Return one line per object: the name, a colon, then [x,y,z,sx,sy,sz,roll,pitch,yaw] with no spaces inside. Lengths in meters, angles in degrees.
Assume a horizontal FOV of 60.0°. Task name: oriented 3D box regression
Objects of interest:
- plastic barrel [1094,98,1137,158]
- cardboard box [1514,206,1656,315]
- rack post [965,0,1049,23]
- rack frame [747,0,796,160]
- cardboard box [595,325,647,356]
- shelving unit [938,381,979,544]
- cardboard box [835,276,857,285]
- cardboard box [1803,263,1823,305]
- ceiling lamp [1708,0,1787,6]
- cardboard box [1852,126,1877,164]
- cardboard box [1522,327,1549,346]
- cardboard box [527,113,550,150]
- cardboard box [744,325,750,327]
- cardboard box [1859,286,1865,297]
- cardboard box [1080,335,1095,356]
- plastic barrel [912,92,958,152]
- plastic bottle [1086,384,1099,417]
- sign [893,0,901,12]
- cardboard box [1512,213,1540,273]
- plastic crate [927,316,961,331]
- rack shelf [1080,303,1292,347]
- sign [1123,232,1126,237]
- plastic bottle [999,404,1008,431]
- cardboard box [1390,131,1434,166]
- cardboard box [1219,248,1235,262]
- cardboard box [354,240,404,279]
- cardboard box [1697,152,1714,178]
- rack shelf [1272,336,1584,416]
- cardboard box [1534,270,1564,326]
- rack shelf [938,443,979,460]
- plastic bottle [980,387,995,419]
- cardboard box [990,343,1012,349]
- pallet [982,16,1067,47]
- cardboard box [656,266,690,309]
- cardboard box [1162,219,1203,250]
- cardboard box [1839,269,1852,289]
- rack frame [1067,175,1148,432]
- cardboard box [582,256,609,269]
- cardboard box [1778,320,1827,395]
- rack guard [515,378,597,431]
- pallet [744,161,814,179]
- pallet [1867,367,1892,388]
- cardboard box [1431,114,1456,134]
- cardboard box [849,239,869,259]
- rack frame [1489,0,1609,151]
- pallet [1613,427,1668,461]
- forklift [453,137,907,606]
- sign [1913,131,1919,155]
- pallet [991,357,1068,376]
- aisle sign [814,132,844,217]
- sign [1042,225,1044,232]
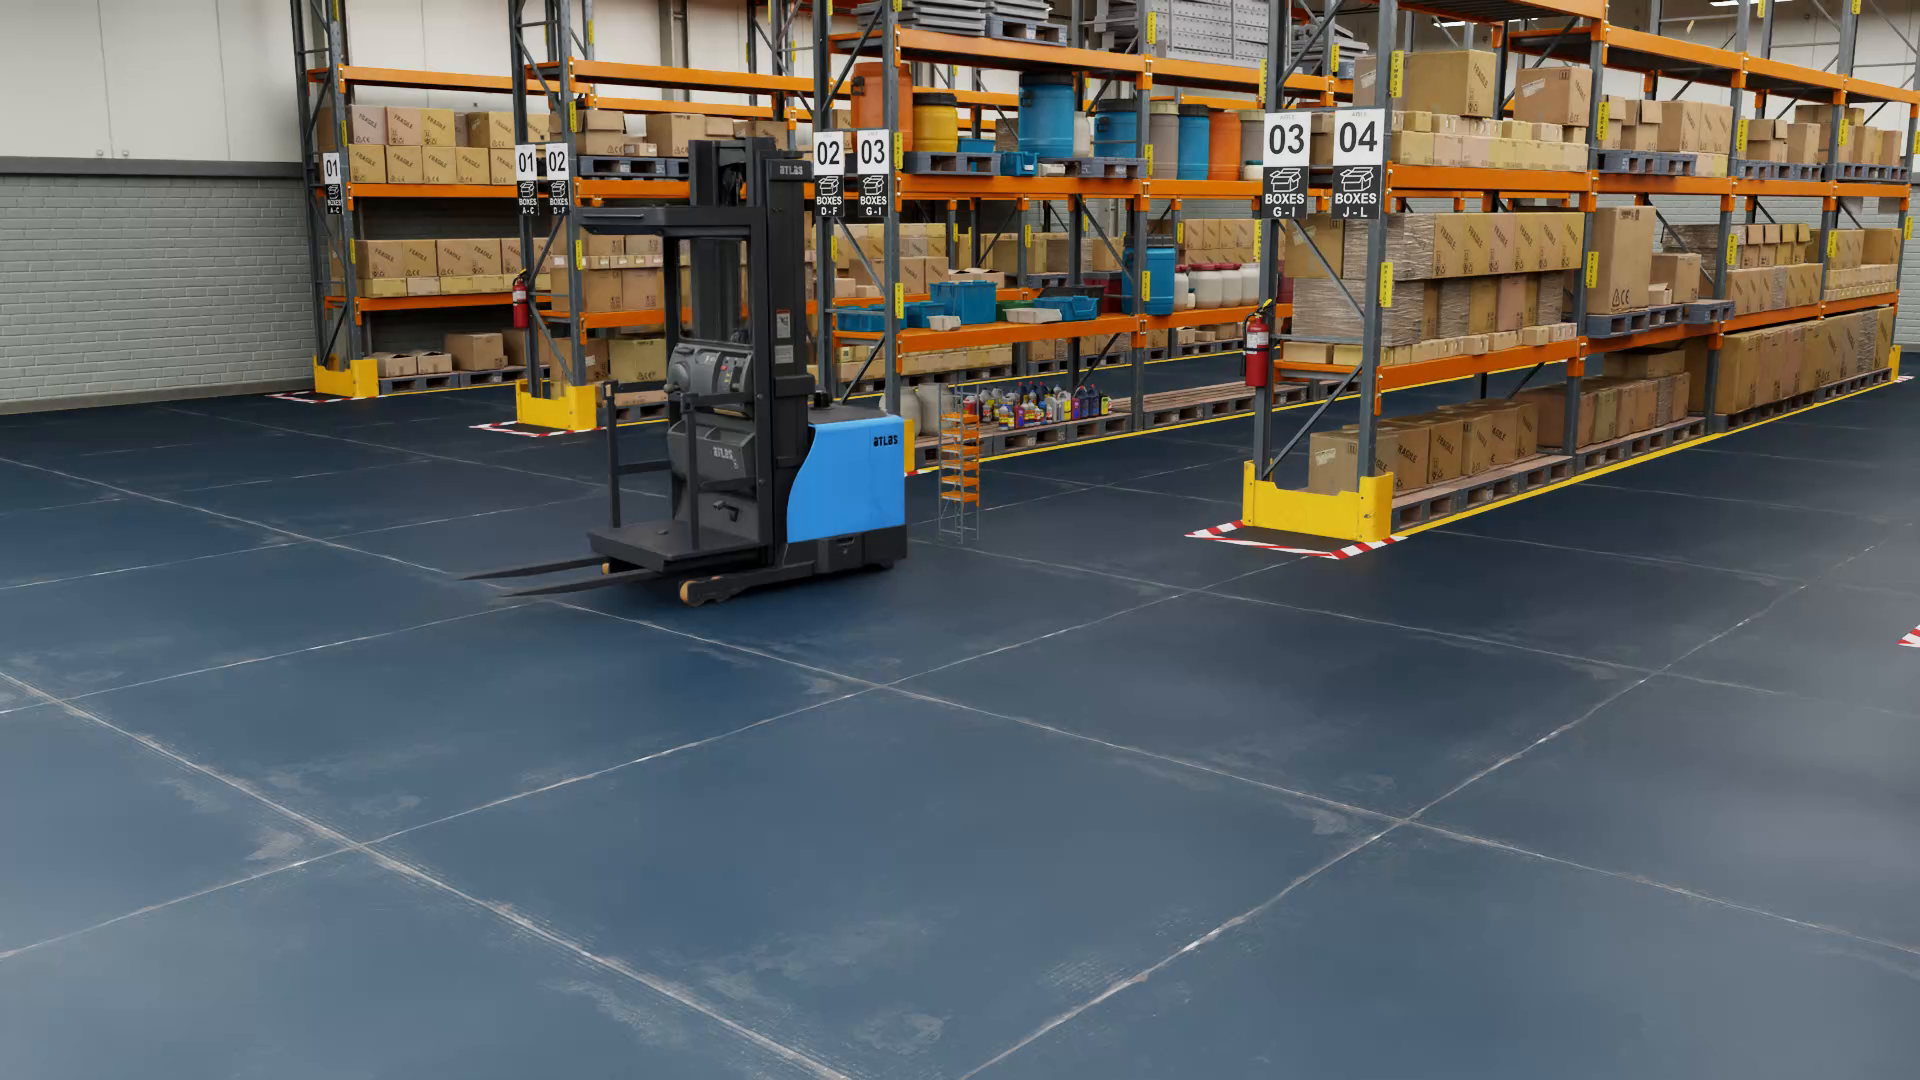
plastic barrel: [1.835,-4.584,19.066,0.600,0.901,0.708,10,15,40]
cardboard box: [6.012,-2.723,16.082,1.000,1.000,1.000,10,15,41]
rack post: [0.277,-5.370,16.815,0.937,0.300,0.954,9,15,39]
rack frame: [-3.139,-7.576,27.666,1.000,3.000,0.127,10,15,40]
cardboard box: [-5.307,-3.146,26.062,0.700,0.500,0.500,10,15,42]
shelving unit: [-0.010,-0.586,12.583,0.258,1.200,0.189,10,15,40]
cardboard box: [-1.614,-3.493,22.883,0.396,0.266,0.258,9,15,39]
cardboard box: [10.560,-3.246,21.050,0.500,0.500,0.500,10,15,41]
ceiling lamp: [13.247,-10.404,26.921,2.000,3.185,0.800,10,15,40]
cardboard box: [11.945,-5.336,22.528,0.700,0.500,0.500,11,15,43]
cardboard box: [4.998,-1.816,14.784,0.380,0.149,0.250,10,15,40]
cardboard box: [-6.263,-5.874,23.946,0.500,0.500,0.500,11,16,43]
cardboard box: [-2.598,-2.603,22.119,0.500,0.500,0.500,10,15,40]
cardboard box: [12.136,-3.408,22.757,0.380,0.149,0.250,9,15,39]
cardboard box: [1.775,-3.165,26.157,0.500,0.500,0.500,10,15,40]
plastic barrel: [-0.321,-4.129,16.516,0.600,0.588,0.600,0,11,0]
plastic bottle: [1.453,-1.549,18.449,0.144,0.351,0.185,9,15,39]
sign: [-0.568,-4.944,15.021,0.100,0.325,0.005,10,15,40]
cardboard box: [4.632,-2.560,14.304,0.500,0.500,0.500,10,15,40]
plastic crate: [-0.146,-2.137,16.424,0.298,0.136,0.250,10,15,40]
rack shelf: [2.982,-2.706,20.438,1.077,0.370,4.000,10,15,40]
sign: [2.812,-5.076,28.257,0.100,0.325,0.005,10,15,40]
plastic bottle: [0.452,-1.280,17.305,0.097,0.271,0.097,0,11,0]
cardboard box: [3.254,-2.970,12.650,0.500,0.250,0.500,10,15,42]
cardboard box: [4.433,-4.820,28.931,0.500,0.500,0.500,10,15,40]
cardboard box: [-7.879,-3.792,22.457,0.500,0.500,0.500,10,15,40]
cardboard box: [7.576,-3.934,17.472,0.500,0.250,0.500,10,15,40]
rack shelf: [4.062,-1.477,14.285,1.077,0.370,4.000,10,15,40]
cardboard box: [5.039,-2.261,15.357,0.875,0.500,0.500,10,15,40]
rack shelf: [-0.010,-0.660,12.568,0.258,0.103,0.180,10,15,40]
plastic bottle: [0.289,-1.498,18.195,0.144,0.351,0.185,11,15,43]
cardboard box: [0.423,-3.018,24.677,0.500,0.311,0.500,10,15,42]
pallet: [0.333,-5.112,16.836,1.003,0.211,1.213,10,15,40]
cardboard box: [-3.704,-3.083,20.234,0.700,0.500,0.500,10,15,41]
cardboard box: [3.747,-5.155,28.053,0.500,0.500,0.500,10,15,42]
cardboard box: [11.502,-3.481,22.106,0.500,0.250,0.500,10,15,40]
rack frame: [1.662,-2.764,18.894,1.000,3.000,0.127,10,15,40]
cardboard box: [-4.276,-3.214,19.233,0.380,0.149,0.250,10,15,40]
cardboard box: [10.256,-2.368,21.263,1.225,0.875,0.875,10,15,41]
rack guard: [-4.713,-1.588,19.384,1.175,0.500,0.348,10,15,40]
pallet: [-2.600,-4.704,21.173,1.003,0.211,1.213,10,15,40]
pallet: [12.835,-2.394,24.161,1.003,0.211,1.213,10,15,40]
cardboard box: [3.649,-3.249,13.025,0.380,0.149,0.250,11,15,43]
cardboard box: [-1.946,-5.026,29.149,0.500,0.500,0.500,10,15,40]
rack frame: [5.382,-5.066,15.100,1.000,3.000,0.127,10,15,40]
pallet: [6.700,-1.052,17.438,1.003,0.211,1.213,10,15,40]
forklift: [-1.814,-1.130,10.888,3.031,2.935,1.130,-10,15,-40]
sign: [13.702,-5.684,23.793,0.100,0.325,0.005,10,15,40]
pallet: [1.105,-2.731,25.848,1.003,0.211,1.213,10,15,40]
aisle sign: [-1.249,-3.479,15.832,0.394,0.787,0.004,10,15,40]
sign: [1.728,-6.347,34.417,0.100,0.325,0.005,10,15,40]
